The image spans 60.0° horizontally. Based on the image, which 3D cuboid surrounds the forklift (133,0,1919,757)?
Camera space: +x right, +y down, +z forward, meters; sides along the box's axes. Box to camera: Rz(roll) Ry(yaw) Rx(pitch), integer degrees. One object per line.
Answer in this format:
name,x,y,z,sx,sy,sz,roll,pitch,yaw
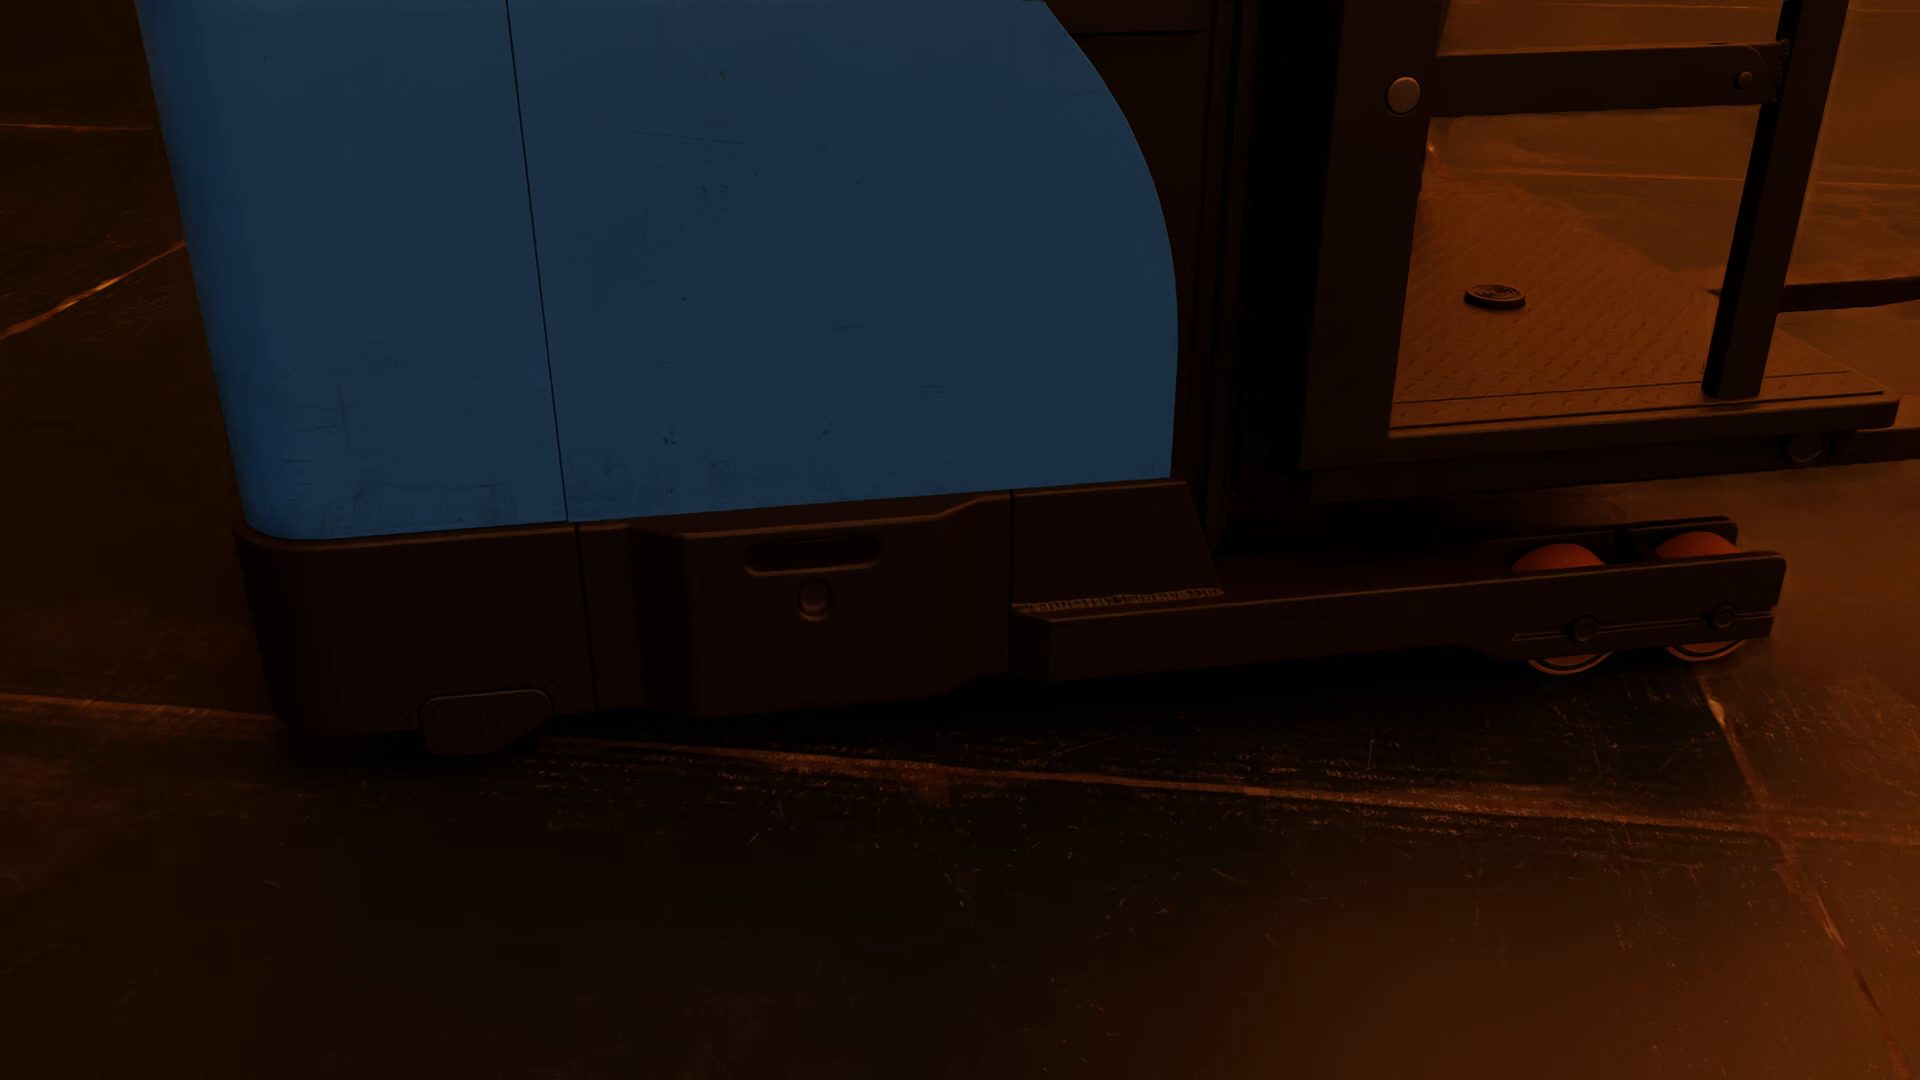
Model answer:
forklift,0.603,-1.365,1.954,3.031,2.935,1.130,-5,27,-9
